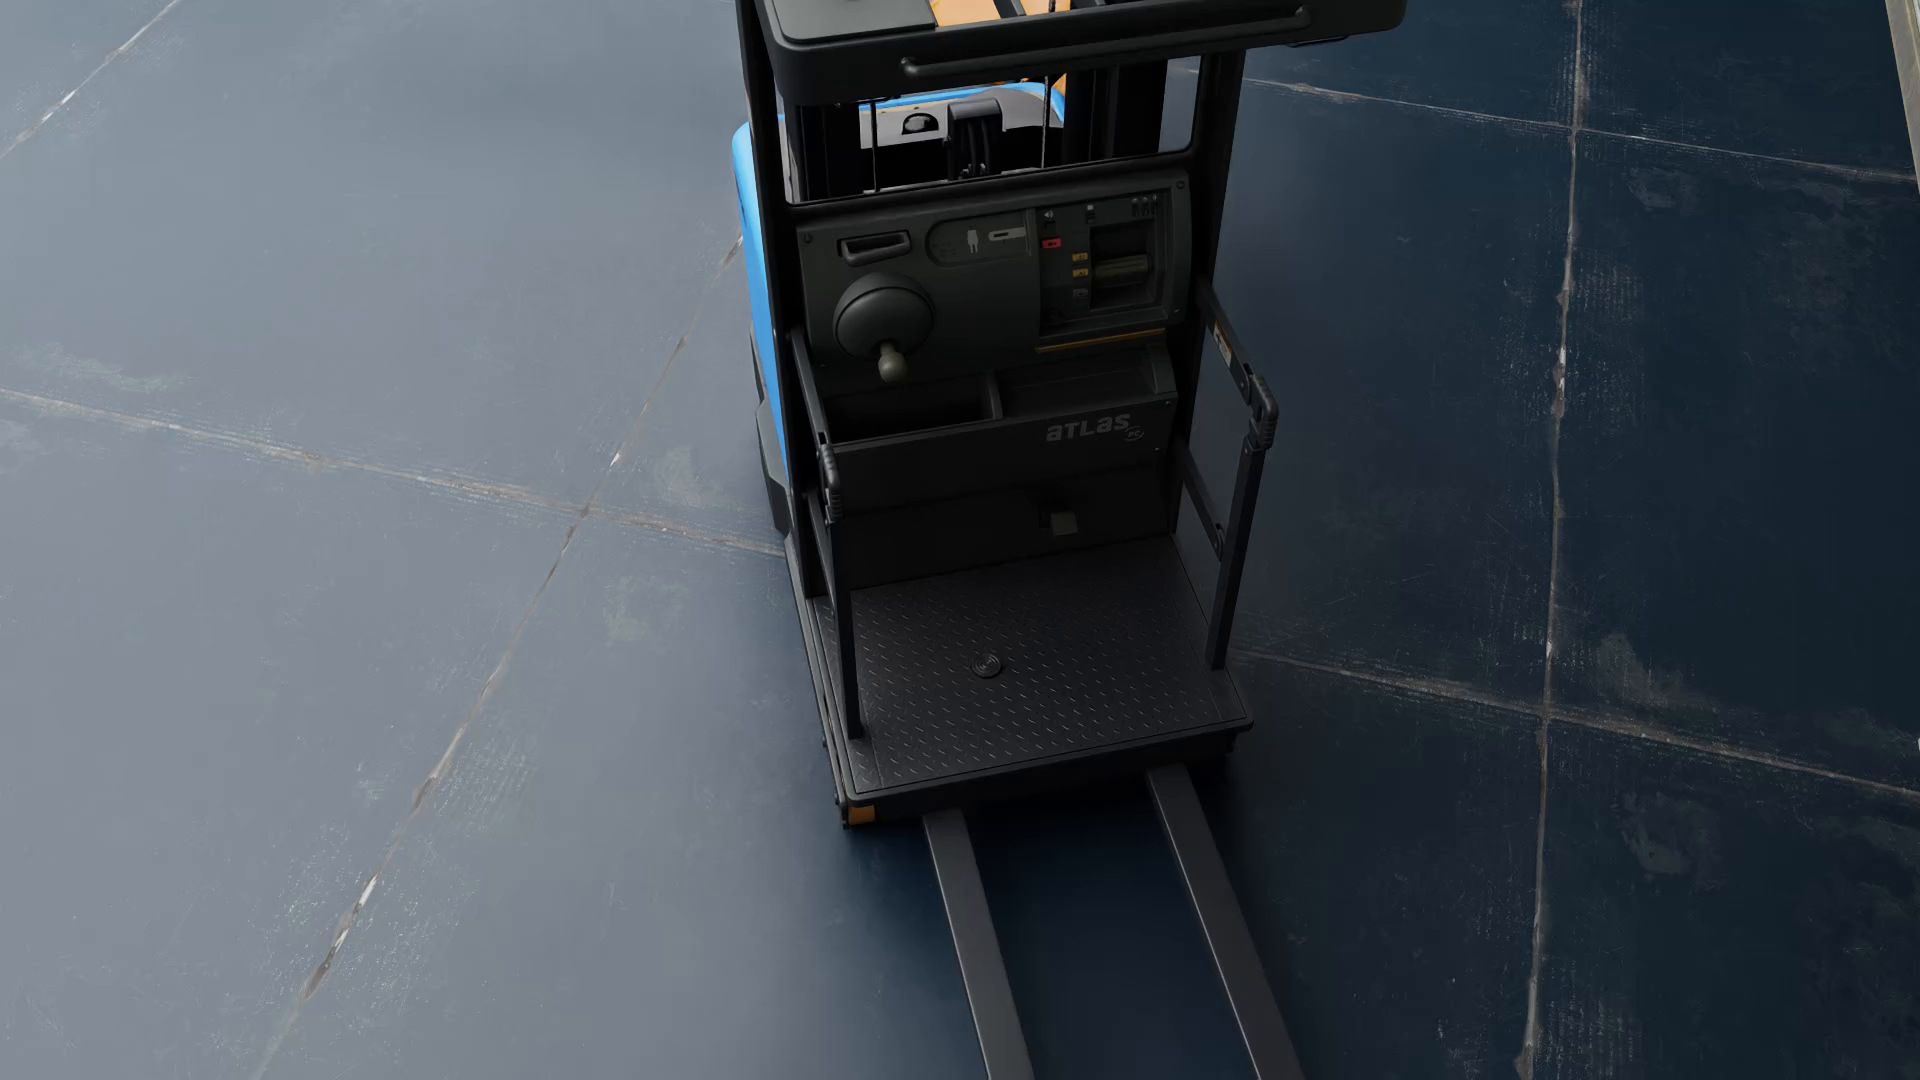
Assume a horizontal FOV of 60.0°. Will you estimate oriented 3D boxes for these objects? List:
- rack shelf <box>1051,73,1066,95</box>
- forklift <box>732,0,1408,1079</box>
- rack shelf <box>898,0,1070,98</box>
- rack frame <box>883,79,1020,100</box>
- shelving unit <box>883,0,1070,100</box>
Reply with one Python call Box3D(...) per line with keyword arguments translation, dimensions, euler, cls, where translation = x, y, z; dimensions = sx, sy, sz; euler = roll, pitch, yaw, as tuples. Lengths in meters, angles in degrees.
Box3D(translation=(0.229, -1.401, 6.062), dimensions=(0.538, 0.278, 1.000), euler=(24, 53, 20), cls="rack shelf")
Box3D(translation=(0.142, -0.513, 3.748), dimensions=(1.130, 2.935, 3.031), euler=(-10, 49, -9), cls="forklift")
Box3D(translation=(0.229, -1.757, 5.660), dimensions=(0.538, 0.278, 1.000), euler=(24, 53, 20), cls="rack shelf")
Box3D(translation=(-0.035, -1.237, 5.592), dimensions=(0.500, 1.125, 0.032), euler=(24, 53, 20), cls="rack frame")
Box3D(translation=(0.229, -1.563, 5.879), dimensions=(0.538, 1.125, 1.048), euler=(24, 53, 20), cls="shelving unit")
